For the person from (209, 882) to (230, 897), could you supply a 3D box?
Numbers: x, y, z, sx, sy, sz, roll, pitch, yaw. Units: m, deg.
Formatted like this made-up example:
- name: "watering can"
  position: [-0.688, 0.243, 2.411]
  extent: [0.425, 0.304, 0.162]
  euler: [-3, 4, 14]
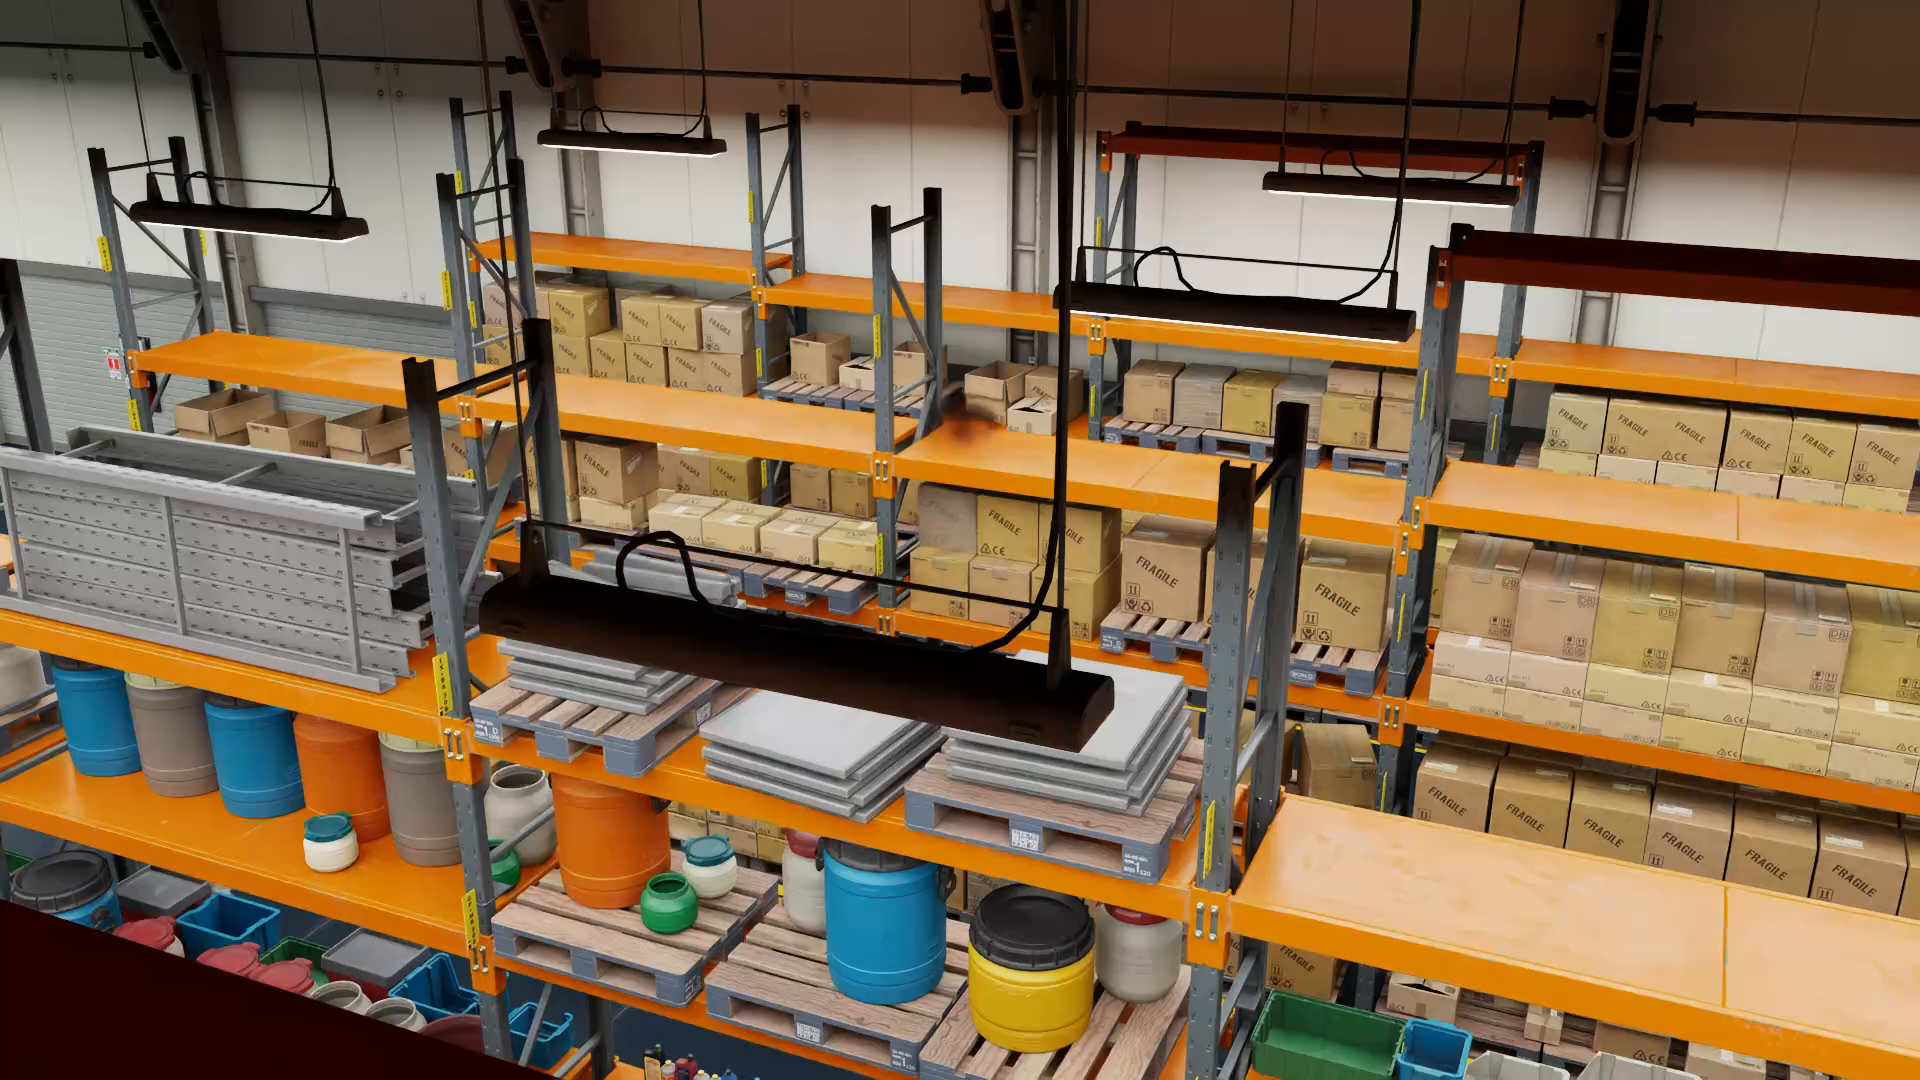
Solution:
- name: "person"
  position: [-6.045, 2.598, 13.221]
  extent: [0.584, 1.794, 0.395]
  euler: [4, 21, 10]
